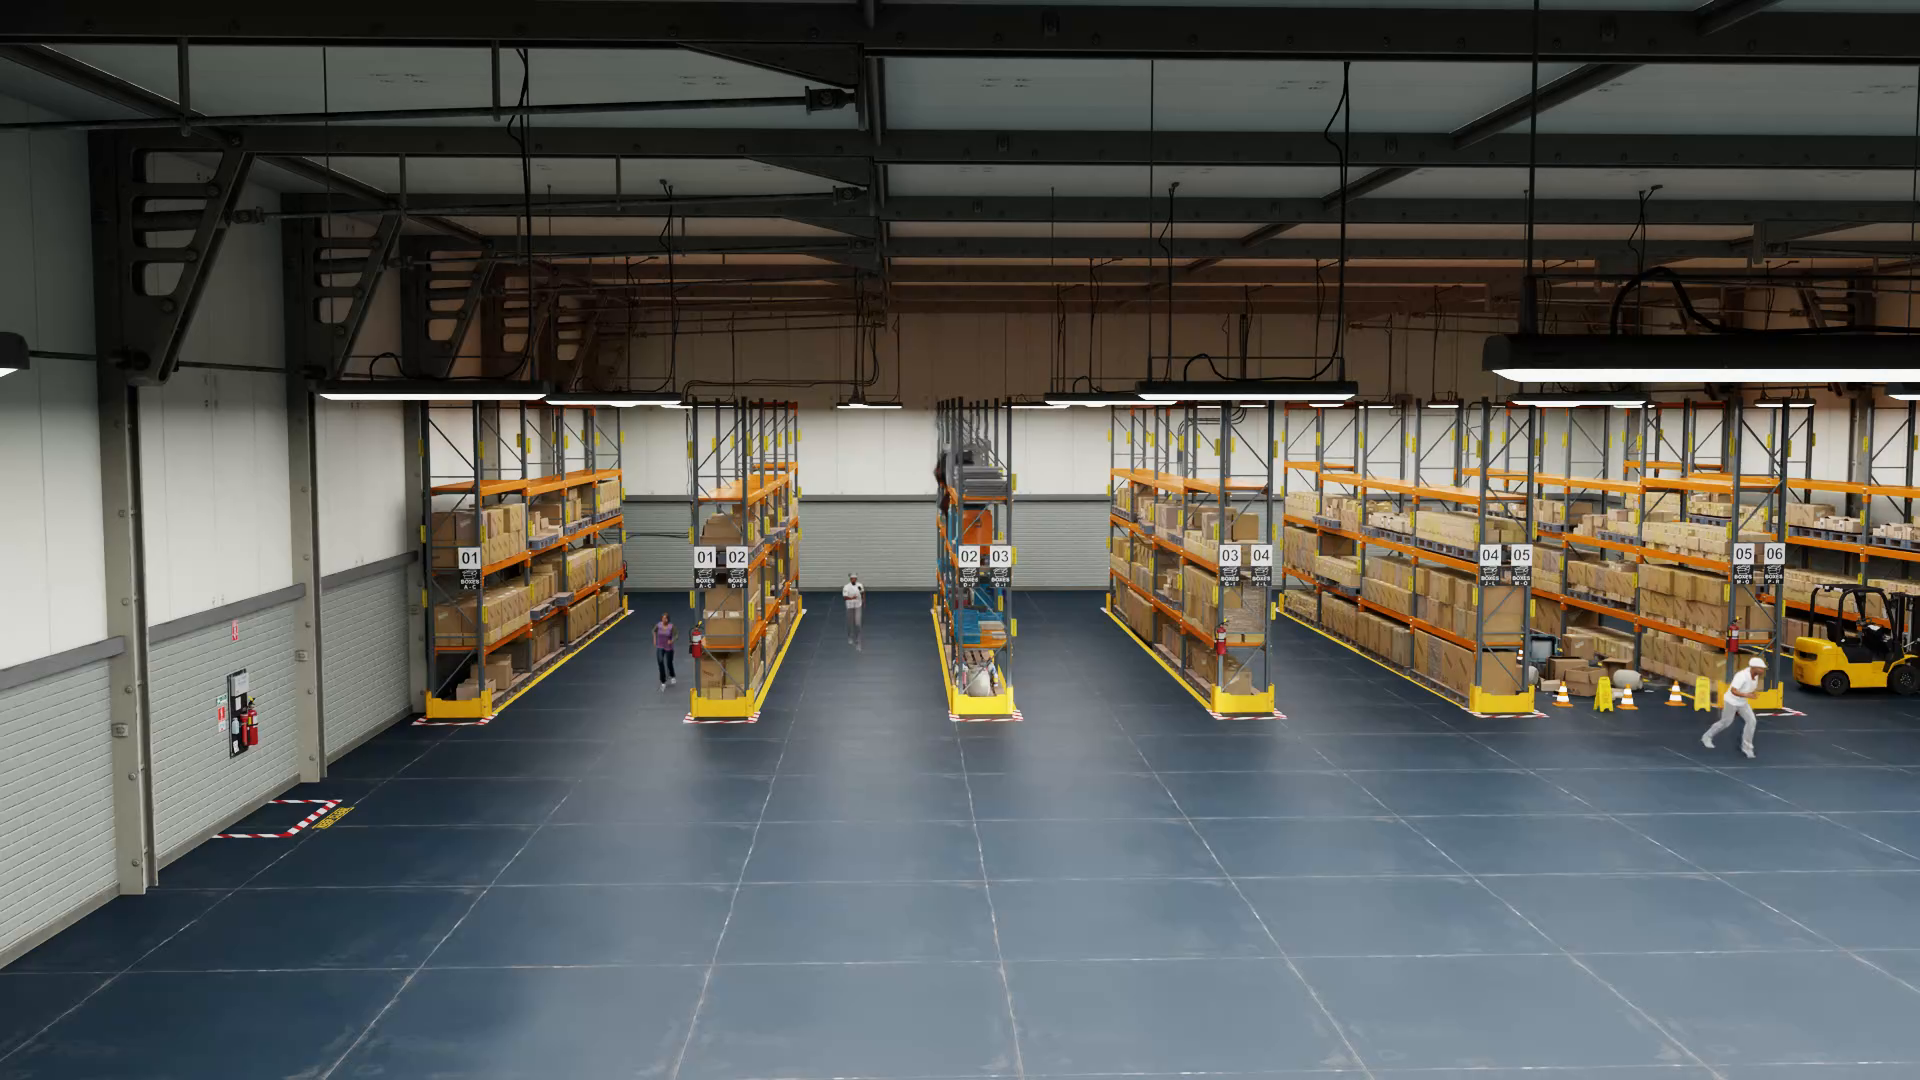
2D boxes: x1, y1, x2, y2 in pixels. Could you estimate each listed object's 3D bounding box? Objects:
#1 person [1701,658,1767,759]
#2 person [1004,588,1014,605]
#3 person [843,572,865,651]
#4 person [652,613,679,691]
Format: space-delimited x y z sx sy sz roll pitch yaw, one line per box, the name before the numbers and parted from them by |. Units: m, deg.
person | 12.922 2.773 27.753 0.747 1.717 1.043 -4 6 -39
person | 1.140 1.147 49.420 0.942 1.611 0.622 0 4 -1
person | -2.442 1.643 38.494 0.539 1.825 0.752 -1 4 -9
person | -6.097 2.289 34.484 0.566 1.558 0.841 0 4 -3
